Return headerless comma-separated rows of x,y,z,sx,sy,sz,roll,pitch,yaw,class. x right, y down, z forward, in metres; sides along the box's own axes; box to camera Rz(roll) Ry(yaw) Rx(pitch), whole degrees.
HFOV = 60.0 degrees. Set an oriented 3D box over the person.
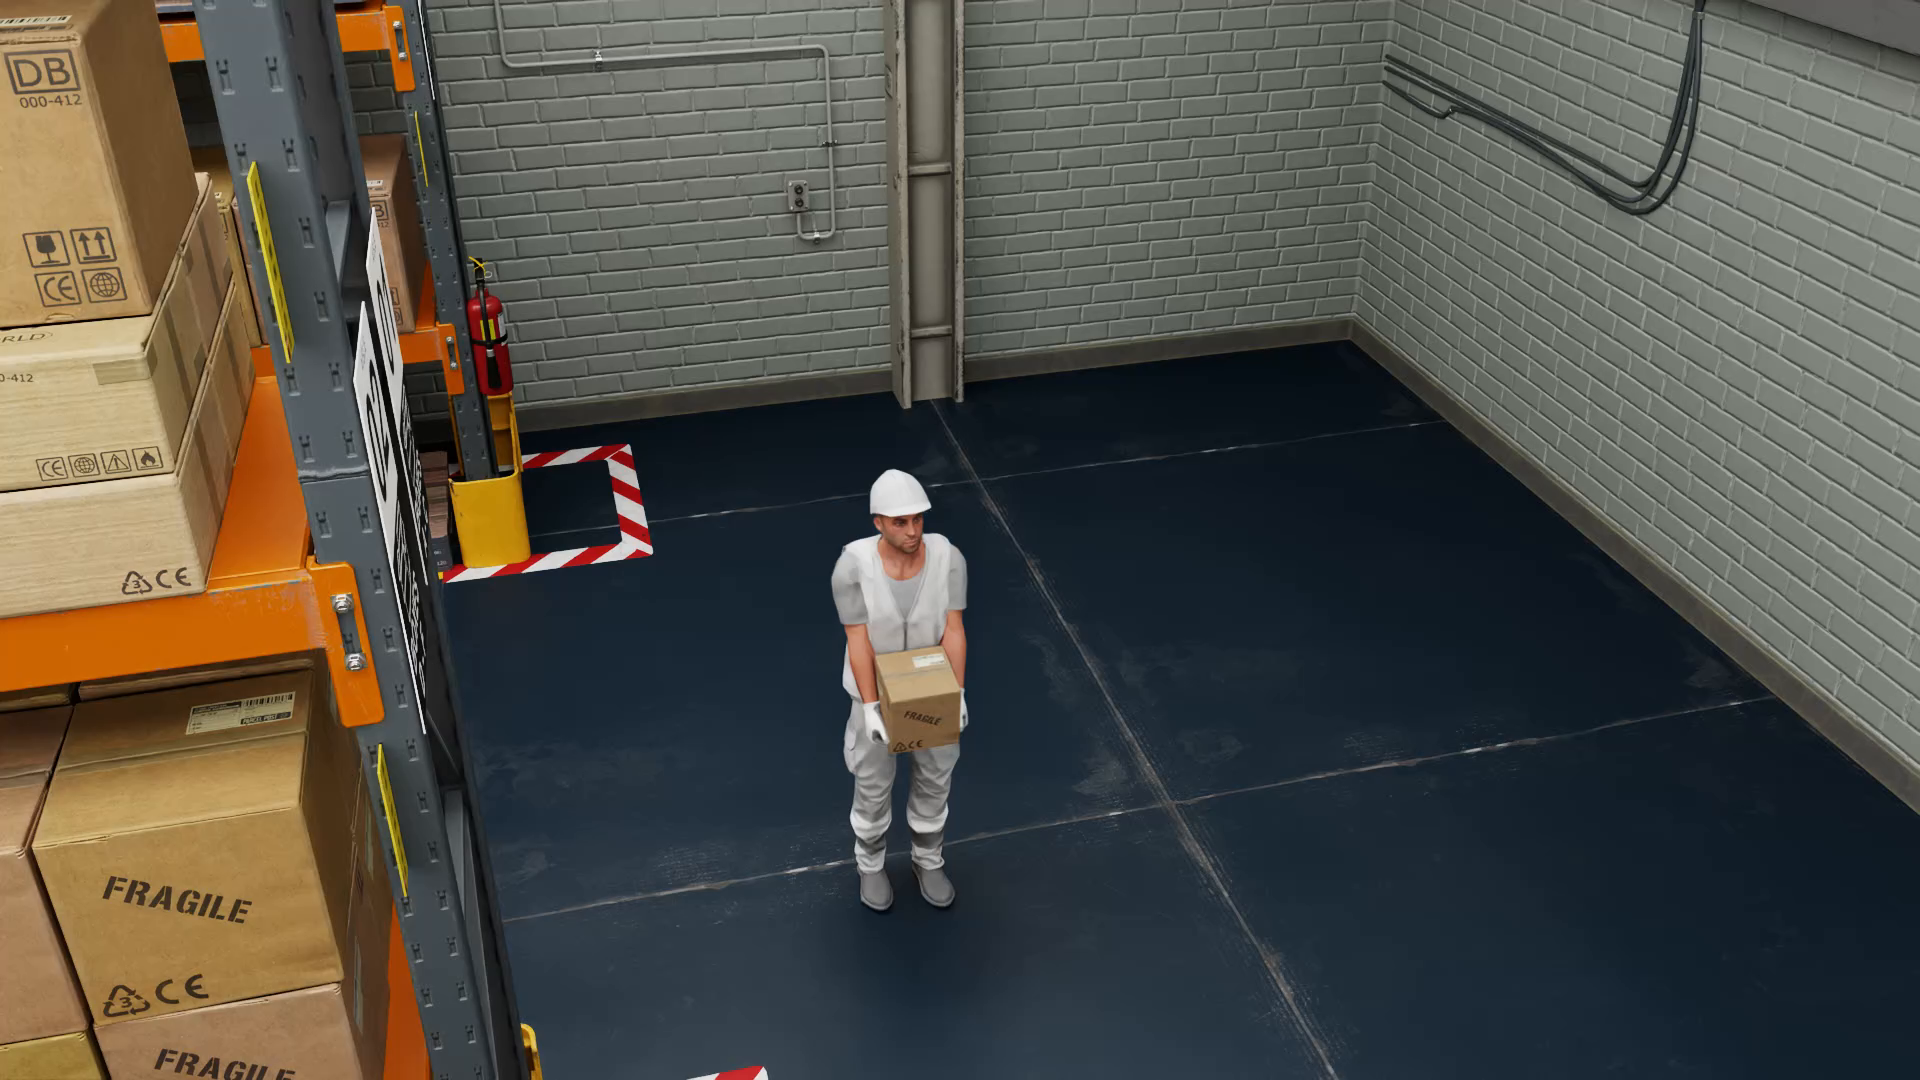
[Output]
-0.183,0.606,6.056,0.495,1.786,0.559,-8,31,-13,person
